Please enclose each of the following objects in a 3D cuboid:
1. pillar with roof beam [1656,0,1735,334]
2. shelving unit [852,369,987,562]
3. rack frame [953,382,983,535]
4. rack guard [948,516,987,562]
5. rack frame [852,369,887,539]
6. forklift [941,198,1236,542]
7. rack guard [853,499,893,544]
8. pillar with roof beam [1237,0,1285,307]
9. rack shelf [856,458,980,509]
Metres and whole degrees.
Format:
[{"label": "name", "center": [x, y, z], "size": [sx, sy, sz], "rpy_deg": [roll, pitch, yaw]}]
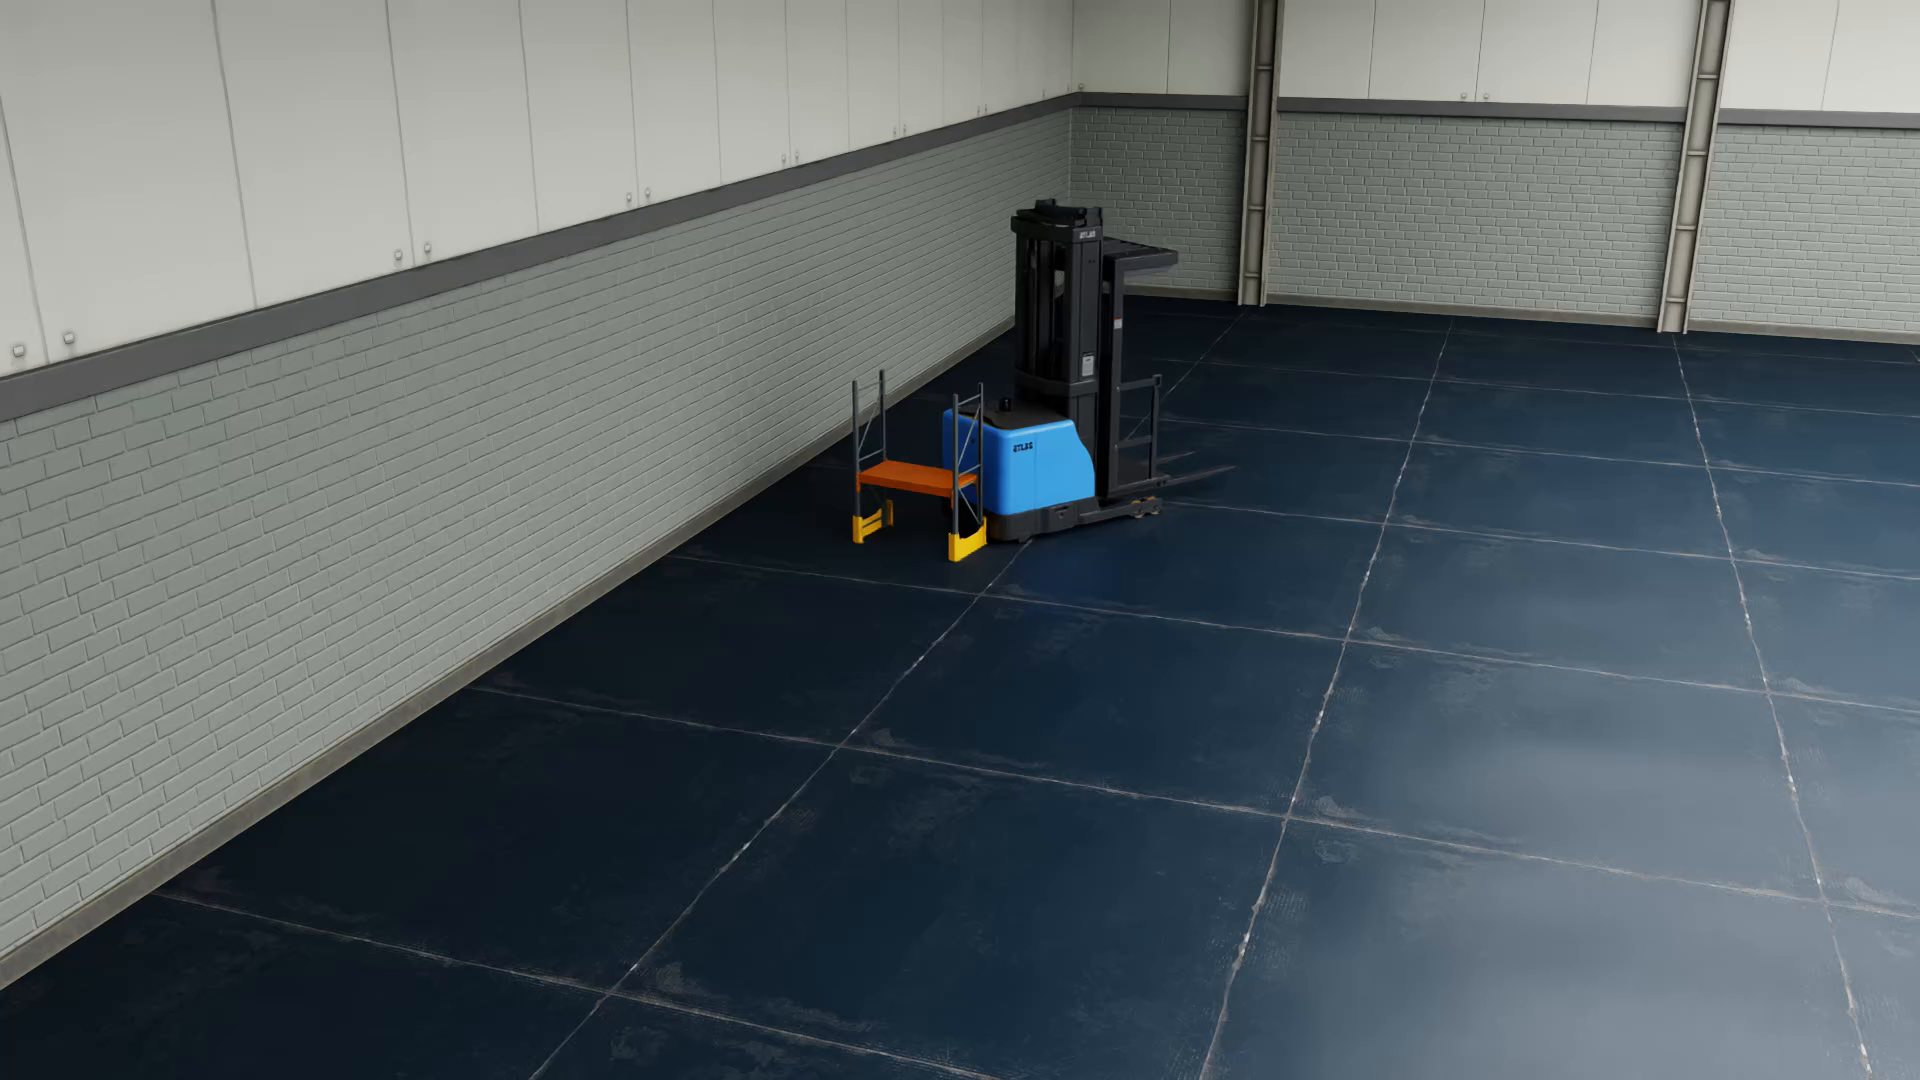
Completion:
[{"label": "pillar with roof beam", "center": [8.755, -5.903, 18.454], "size": [0.400, 9.000, 9.100], "rpy_deg": [7, 20, 18]}, {"label": "shelving unit", "center": [-0.366, -0.684, 14.873], "size": [1.083, 1.500, 0.587], "rpy_deg": [10, 22, 27]}, {"label": "rack frame", "center": [0.070, -0.604, 14.644], "size": [0.032, 1.500, 0.500], "rpy_deg": [10, 22, 27]}, {"label": "rack guard", "center": [0.069, -0.014, 14.850], "size": [0.087, 0.250, 0.587], "rpy_deg": [10, 22, 27]}, {"label": "rack frame", "center": [-0.818, -0.767, 15.111], "size": [0.032, 1.500, 0.500], "rpy_deg": [10, 22, 27]}, {"label": "forklift", "center": [1.326, -1.720, 15.672], "size": [3.031, 2.935, 1.130], "rpy_deg": [-13, 23, -32]}, {"label": "rack guard", "center": [-0.801, -0.173, 15.308], "size": [0.087, 0.250, 0.587], "rpy_deg": [10, 22, 27]}, {"label": "pillar with roof beam", "center": [3.087, -6.551, 20.313], "size": [0.400, 9.000, 9.100], "rpy_deg": [7, 20, 18]}, {"label": "rack shelf", "center": [-0.374, -0.515, 14.937], "size": [1.000, 0.185, 0.538], "rpy_deg": [10, 22, 27]}]
